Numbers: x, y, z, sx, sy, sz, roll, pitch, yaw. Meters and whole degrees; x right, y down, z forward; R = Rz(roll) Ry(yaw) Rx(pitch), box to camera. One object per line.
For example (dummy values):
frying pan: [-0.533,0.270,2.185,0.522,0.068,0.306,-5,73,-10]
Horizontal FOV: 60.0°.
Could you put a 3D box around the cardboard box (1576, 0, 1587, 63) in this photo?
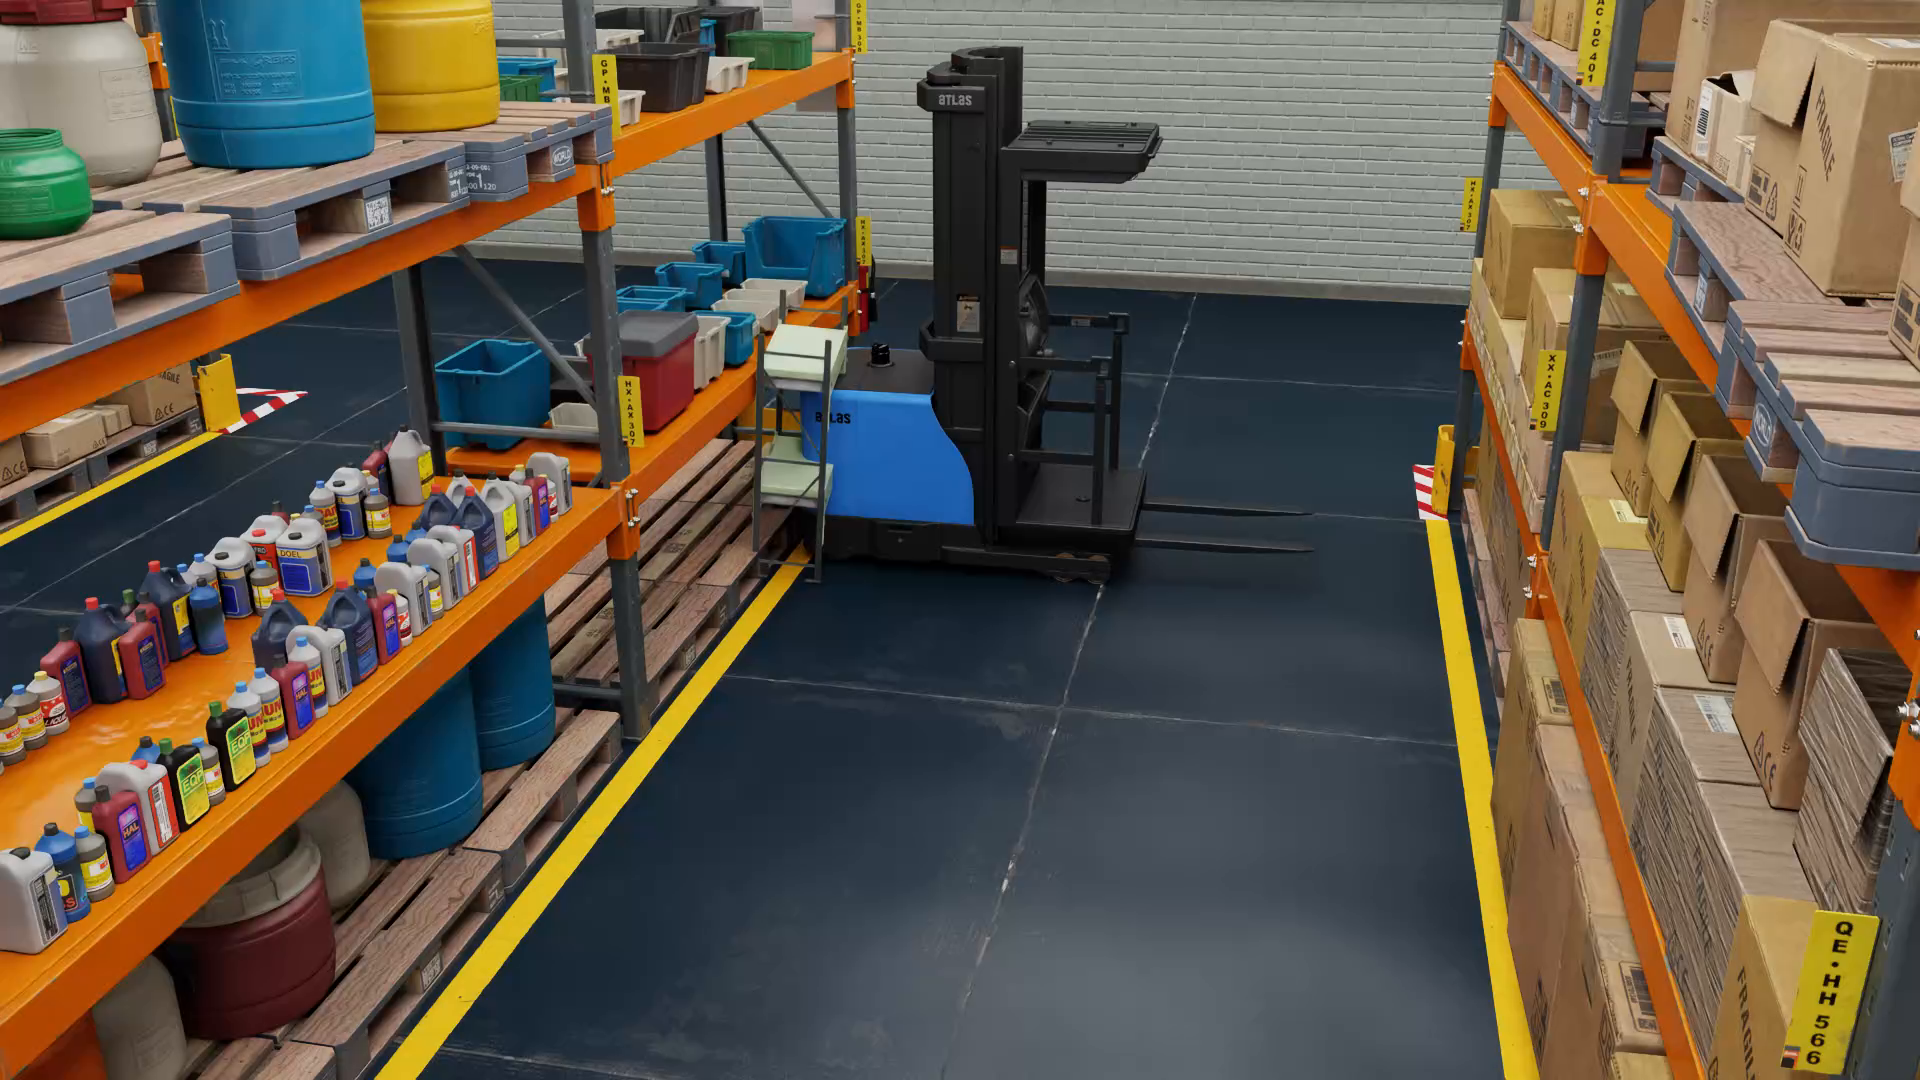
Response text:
cardboard box: [3.066,-2.272,7.134,0.700,0.500,0.500,6,23,14]

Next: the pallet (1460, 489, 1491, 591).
pallet: [3.580,0.024,10.013,1.003,0.211,1.213,4,22,11]

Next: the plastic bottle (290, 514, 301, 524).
plastic bottle: [-2.630,-0.005,6.617,0.097,0.201,0.097,0,22,0]

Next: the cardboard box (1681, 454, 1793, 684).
cardboard box: [2.466,0.096,4.624,0.797,0.503,0.637,5,23,13]

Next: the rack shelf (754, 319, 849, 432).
rack shelf: [-0.899,-0.948,9.499,0.431,0.370,0.720,6,28,1]

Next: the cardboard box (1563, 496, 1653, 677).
cardboard box: [2.410,0.181,5.754,0.500,0.500,0.500,4,22,11]

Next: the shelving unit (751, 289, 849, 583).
shelving unit: [-0.930,-0.603,9.679,0.431,1.500,0.755,6,28,1]

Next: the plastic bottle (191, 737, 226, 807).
plastic bottle: [-2.237,0.680,4.916,0.097,0.201,0.097,0,22,0]

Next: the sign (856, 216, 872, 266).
sign: [-0.640,-1.986,11.050,0.100,0.325,0.005,4,22,11]

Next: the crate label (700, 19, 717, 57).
crate label: [-1.686,-2.956,9.861,0.408,0.251,0.502,4,22,11]

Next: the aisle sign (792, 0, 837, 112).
aisle sign: [-0.880,-3.156,10.694,0.394,0.787,0.004,4,22,11]

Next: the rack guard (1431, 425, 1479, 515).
rack guard: [3.672,-0.418,10.721,1.175,0.500,0.348,4,22,11]

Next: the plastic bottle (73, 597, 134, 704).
plastic bottle: [-2.843,0.349,5.537,0.144,0.351,0.185,4,22,11]

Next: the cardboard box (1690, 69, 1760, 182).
cardboard box: [2.539,-1.256,4.999,0.500,0.311,0.500,4,22,9]

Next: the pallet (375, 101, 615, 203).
pallet: [-2.062,-1.493,6.282,1.213,0.211,1.003,4,22,11]

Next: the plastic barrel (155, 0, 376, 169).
plastic barrel: [-2.196,-1.666,5.226,0.600,0.901,0.708,4,22,11]

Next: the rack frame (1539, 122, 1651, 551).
rack frame: [2.851,-0.105,6.600,1.000,3.000,0.127,4,22,11]

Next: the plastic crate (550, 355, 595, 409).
plastic crate: [-2.033,-0.813,8.645,0.437,0.125,0.590,4,22,11]

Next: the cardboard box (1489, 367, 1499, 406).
cardboard box: [2.959,-0.785,8.623,0.380,0.149,0.250,4,22,10]

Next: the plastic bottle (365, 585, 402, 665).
plastic bottle: [-2.017,0.280,5.799,0.061,0.283,0.133,4,22,11]

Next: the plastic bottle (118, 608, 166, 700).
plastic bottle: [-2.737,0.379,5.554,0.061,0.283,0.133,4,22,11]

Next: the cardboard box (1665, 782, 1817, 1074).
cardboard box: [2.000,0.930,3.896,0.500,0.500,0.500,4,22,10]

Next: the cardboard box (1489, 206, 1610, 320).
cardboard box: [3.103,-1.457,8.755,0.500,0.500,0.500,4,22,9]

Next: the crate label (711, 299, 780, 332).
crate label: [-1.277,-1.331,9.915,0.396,0.136,0.243,4,22,11]

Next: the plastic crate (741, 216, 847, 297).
plastic crate: [-1.067,-1.853,10.813,0.616,0.435,0.499,4,22,11]

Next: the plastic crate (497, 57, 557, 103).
plastic crate: [-2.125,-2.154,7.896,0.416,0.233,0.300,4,22,11]

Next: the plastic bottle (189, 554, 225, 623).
plastic bottle: [-2.752,0.181,6.062,0.097,0.271,0.097,0,22,0]

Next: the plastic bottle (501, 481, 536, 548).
plastic bottle: [-1.836,-0.123,6.810,0.152,0.276,0.135,4,22,11]

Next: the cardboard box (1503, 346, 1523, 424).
cardboard box: [2.891,-0.731,7.957,0.500,0.250,0.500,5,22,12]

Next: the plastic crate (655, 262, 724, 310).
plastic crate: [-1.689,-1.590,10.430,0.416,0.233,0.300,4,22,11]

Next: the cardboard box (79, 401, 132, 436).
cardboard box: [-6.071,-0.856,11.667,0.380,0.166,0.250,4,22,11]

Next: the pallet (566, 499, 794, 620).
pallet: [-1.639,0.091,9.845,1.003,0.211,1.213,4,22,11]

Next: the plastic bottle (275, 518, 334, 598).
plastic bottle: [-2.505,0.065,6.343,0.152,0.276,0.135,4,22,11]

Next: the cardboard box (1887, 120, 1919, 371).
cardboard box: [2.089,-0.505,2.877,0.797,0.503,0.637,6,23,14]

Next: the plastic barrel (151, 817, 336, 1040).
plastic barrel: [-2.501,1.310,5.750,0.600,0.588,0.708,4,22,11]

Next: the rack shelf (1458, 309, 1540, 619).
rack shelf: [3.259,-0.503,8.551,1.077,0.370,4.000,4,22,11]

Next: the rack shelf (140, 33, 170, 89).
rack shelf: [-6.438,-2.651,9.869,1.077,0.370,4.000,4,22,11]

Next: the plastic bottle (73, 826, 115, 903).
plastic bottle: [-2.339,0.862,4.463,0.097,0.201,0.097,0,22,0]

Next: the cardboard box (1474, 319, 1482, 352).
cardboard box: [3.169,-1.160,9.554,0.380,0.149,0.250,4,22,10]

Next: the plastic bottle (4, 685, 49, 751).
plastic bottle: [-2.942,0.553,5.232,0.097,0.201,0.097,0,22,0]

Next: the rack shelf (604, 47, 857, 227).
rack shelf: [-1.590,-2.272,8.928,1.077,0.370,4.000,4,22,11]

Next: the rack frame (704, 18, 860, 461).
rack frame: [-1.182,-1.946,11.170,1.000,3.000,0.127,4,22,11]

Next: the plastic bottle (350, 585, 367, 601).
plastic bottle: [-2.098,0.286,5.800,0.097,0.271,0.097,0,22,0]

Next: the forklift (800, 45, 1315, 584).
forklift: [0.619,-1.316,9.699,3.031,2.935,1.130,4,22,10]

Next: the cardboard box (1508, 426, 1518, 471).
cardboard box: [2.750,-0.407,7.686,0.380,0.149,0.250,5,22,12]

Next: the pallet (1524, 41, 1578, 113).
pallet: [3.279,-2.199,7.902,1.003,0.211,1.213,4,22,11]

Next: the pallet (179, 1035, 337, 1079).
pallet: [-2.694,1.982,5.150,1.003,0.211,1.213,4,22,11]

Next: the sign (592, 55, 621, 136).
sign: [-1.460,-1.836,6.870,0.100,0.325,0.005,4,22,11]

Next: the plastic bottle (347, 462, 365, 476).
plastic bottle: [-2.543,-0.194,6.992,0.097,0.271,0.097,0,22,0]

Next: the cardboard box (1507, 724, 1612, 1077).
cardboard box: [2.558,1.248,5.522,1.225,0.875,0.875,4,22,9]

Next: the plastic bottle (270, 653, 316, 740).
plastic bottle: [-2.129,0.481,5.300,0.061,0.283,0.133,4,22,11]

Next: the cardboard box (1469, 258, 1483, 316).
cardboard box: [3.305,-1.482,9.820,0.500,0.250,0.500,4,22,9]

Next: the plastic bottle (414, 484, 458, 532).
plastic bottle: [-2.044,-0.042,6.510,0.144,0.351,0.185,4,22,11]

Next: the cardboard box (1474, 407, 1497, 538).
cardboard box: [3.615,-0.537,9.955,0.875,0.875,0.875,4,22,11]

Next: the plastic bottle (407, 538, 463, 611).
plastic bottle: [-1.967,0.111,6.230,0.152,0.276,0.135,4,22,11]

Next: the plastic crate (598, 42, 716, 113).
plastic crate: [-1.476,-2.247,8.078,0.497,0.269,0.590,4,22,11]
